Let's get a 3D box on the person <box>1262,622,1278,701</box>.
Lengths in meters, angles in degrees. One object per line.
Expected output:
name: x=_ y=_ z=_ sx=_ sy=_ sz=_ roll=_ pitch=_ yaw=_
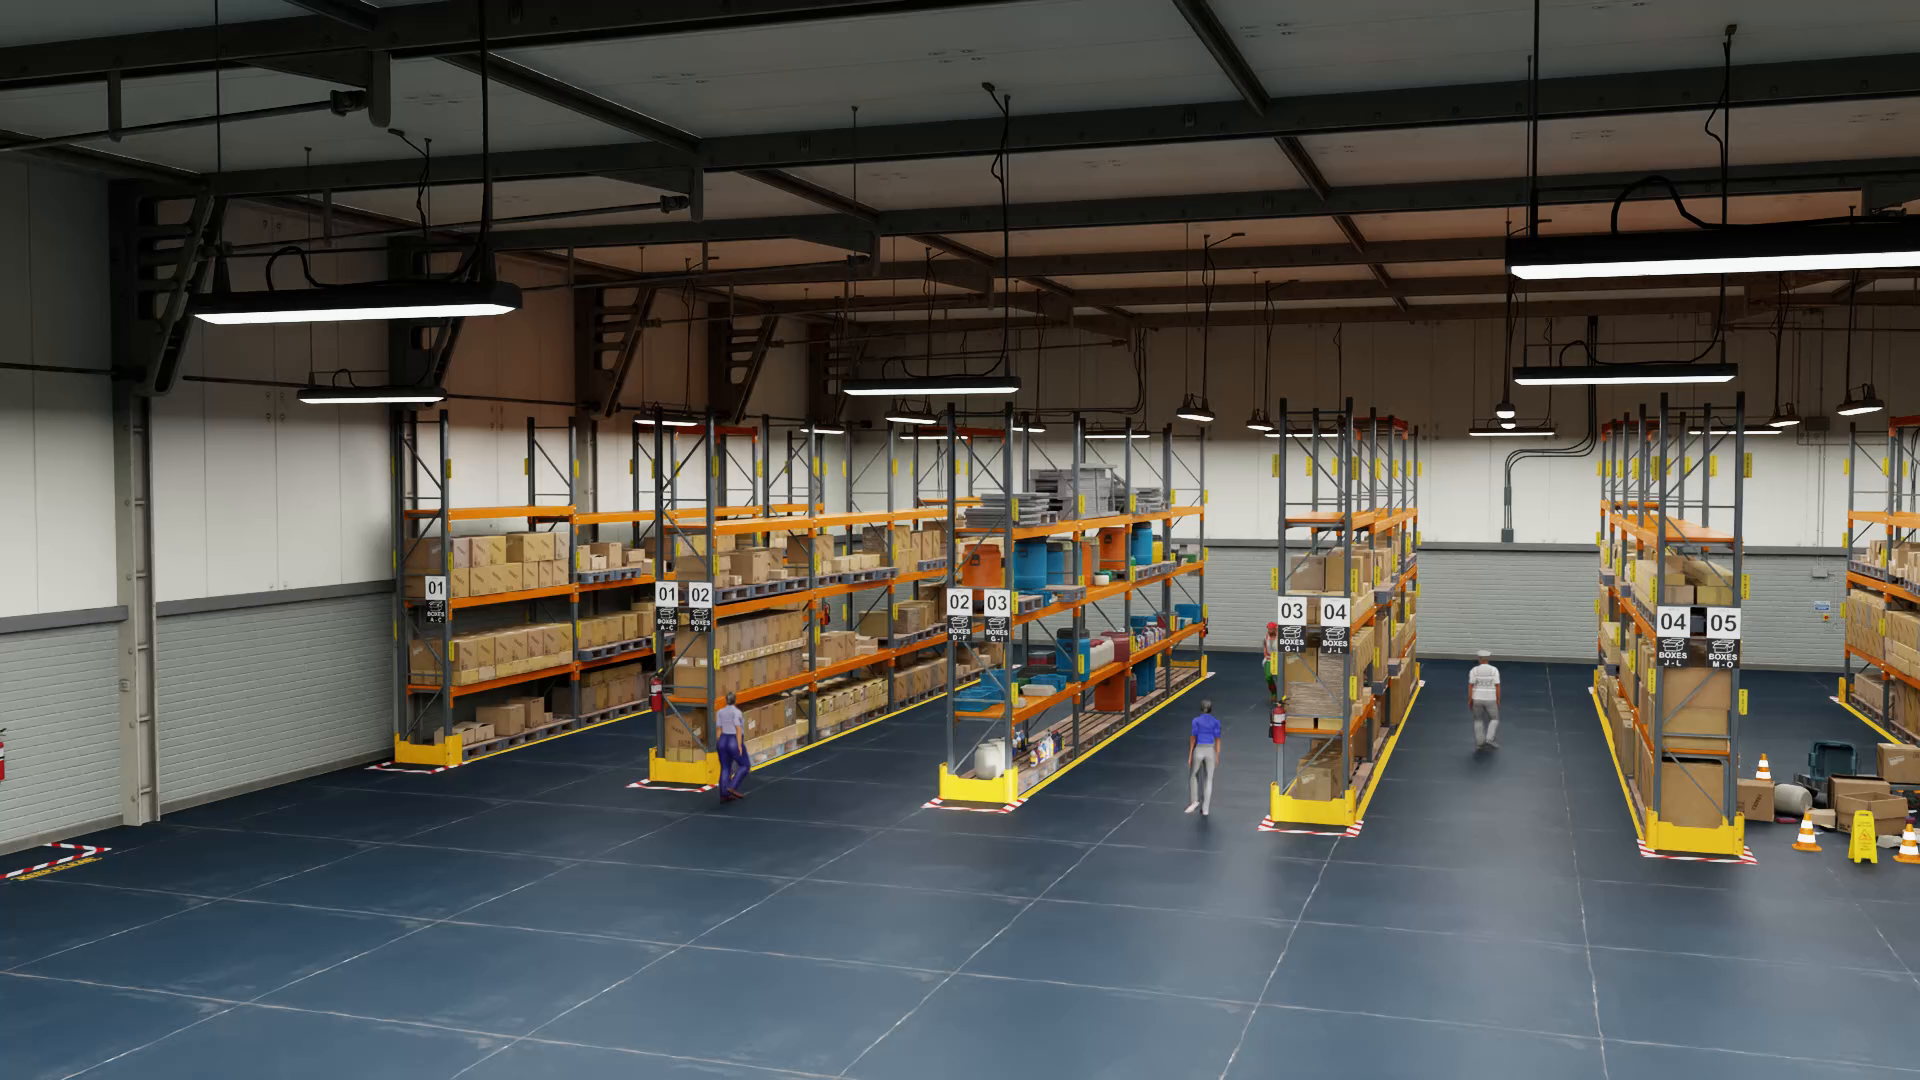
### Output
person: x=6.822 y=2.612 z=36.039 sx=0.589 sy=1.699 sz=0.793 roll=1 pitch=3 yaw=29

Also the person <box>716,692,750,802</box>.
person: x=-3.449 y=3.105 z=24.985 sx=0.540 sy=1.637 sz=0.462 roll=1 pitch=3 yaw=29

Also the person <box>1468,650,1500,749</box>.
person: x=9.346 y=2.853 z=29.614 sx=0.574 sy=1.763 sz=0.540 roll=1 pitch=3 yaw=25

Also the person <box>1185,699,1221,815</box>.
person: x=3.516 y=3.134 z=24.052 sx=0.508 sy=1.661 sz=0.463 roll=0 pitch=2 yaw=9
